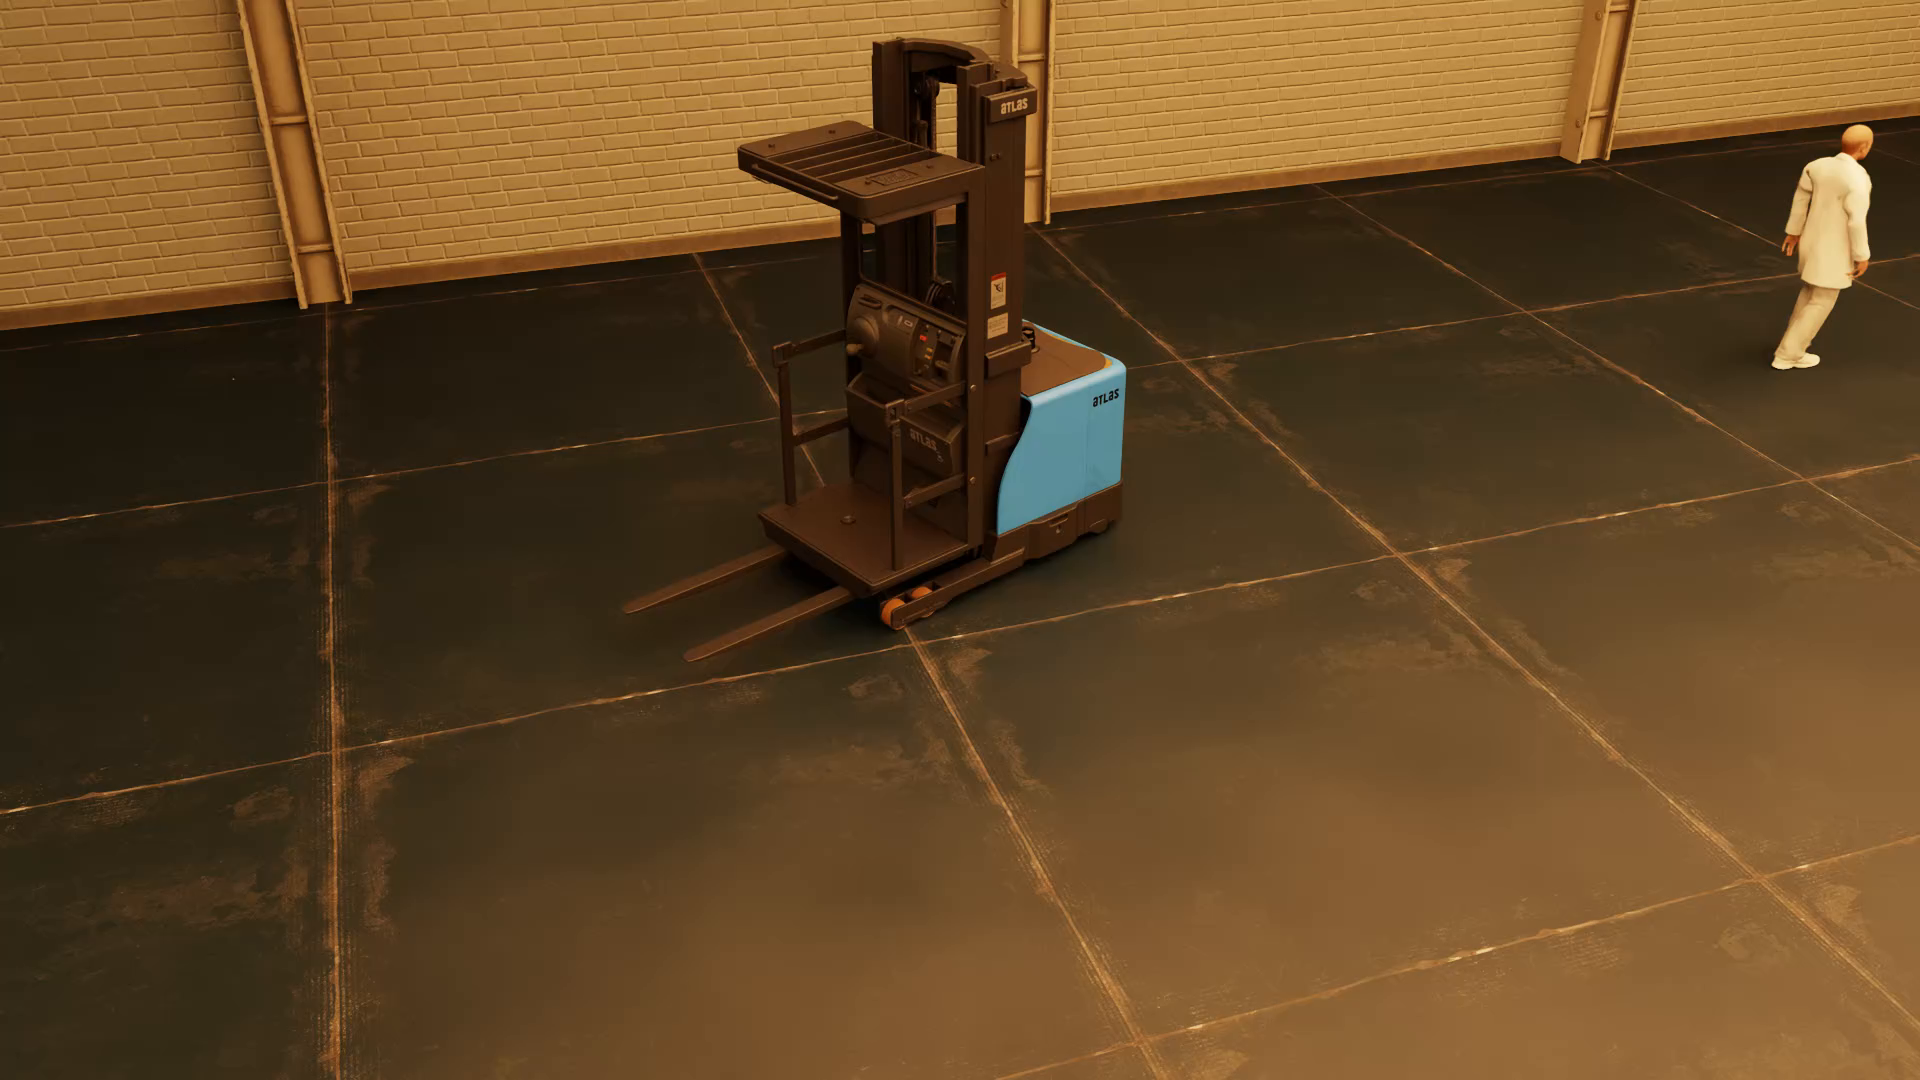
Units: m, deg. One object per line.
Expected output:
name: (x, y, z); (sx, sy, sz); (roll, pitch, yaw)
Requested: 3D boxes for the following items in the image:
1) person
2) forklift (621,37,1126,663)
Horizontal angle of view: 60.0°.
person: (6.251, -2.077, 11.936); (0.620, 1.825, 0.689); (-7, 31, -12)
forklift: (-0.461, -1.072, 8.951); (3.031, 2.935, 1.130); (-23, 37, -34)
